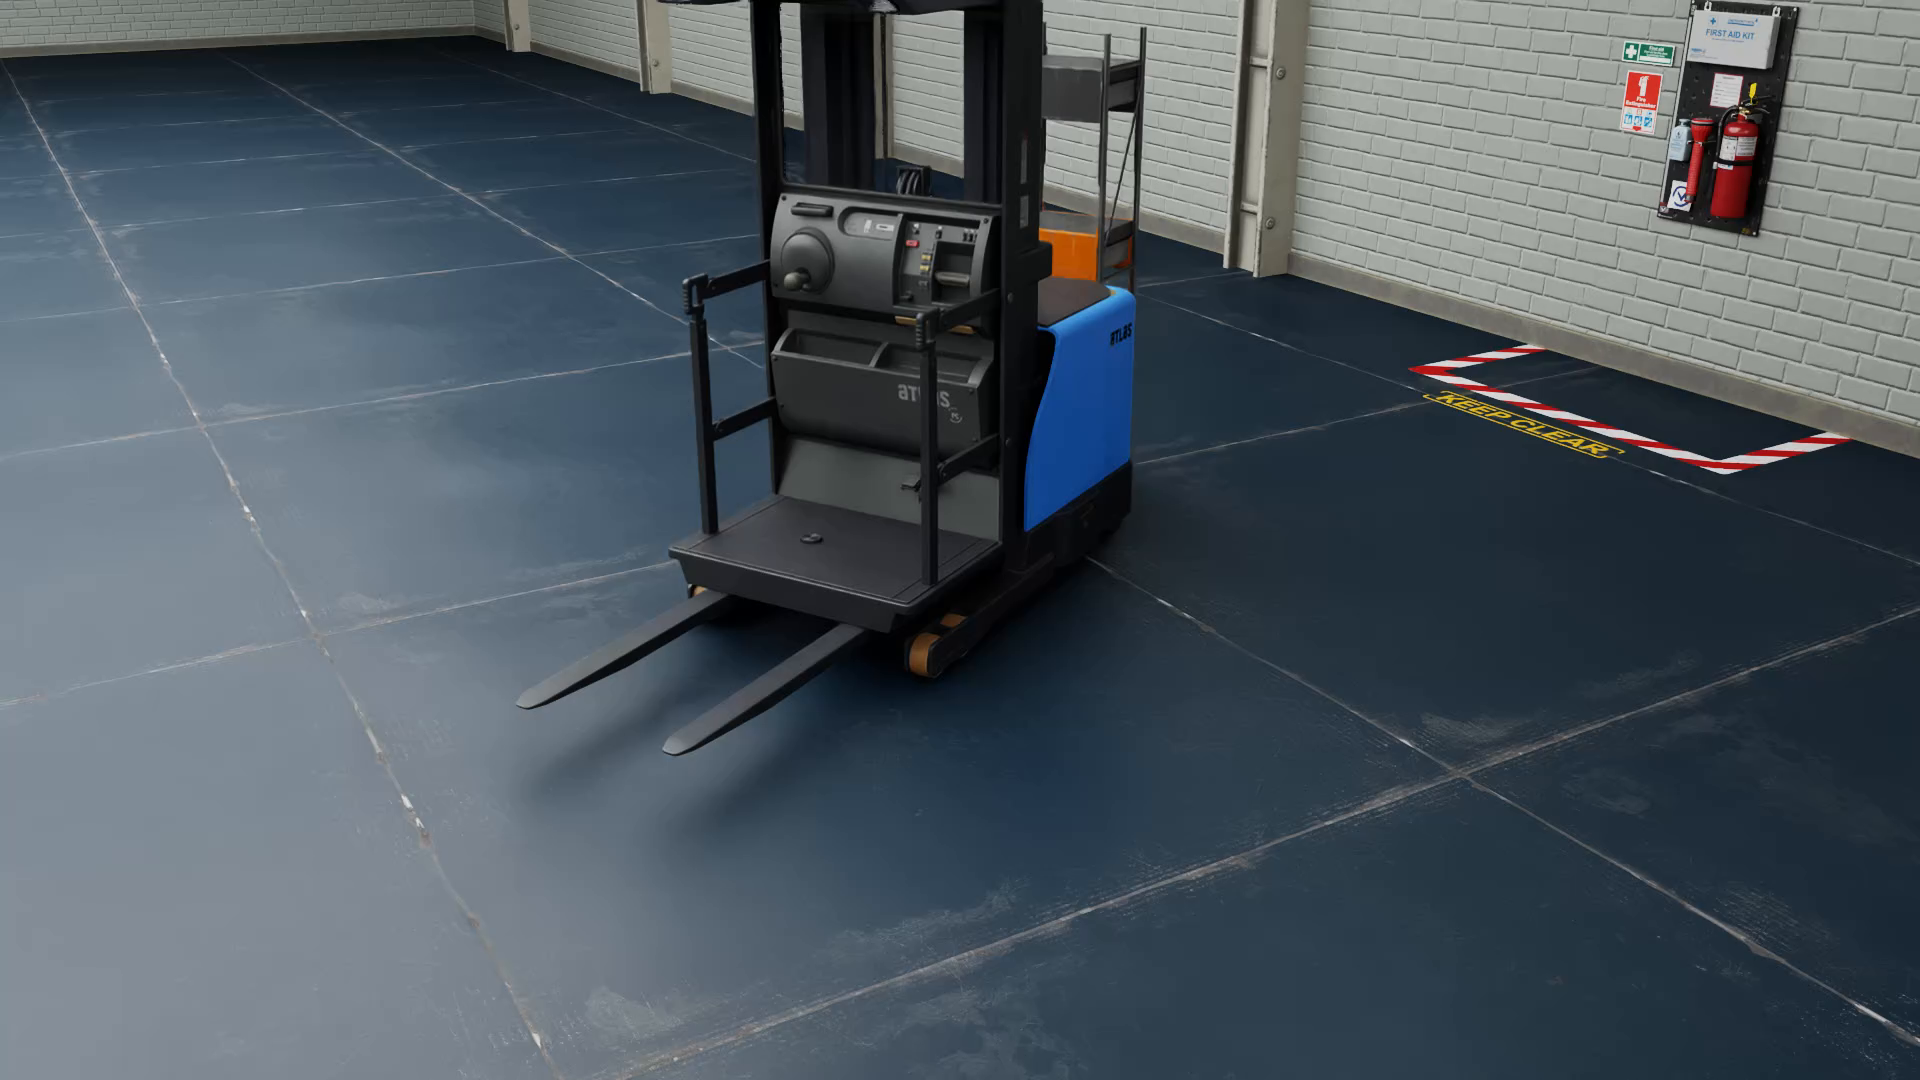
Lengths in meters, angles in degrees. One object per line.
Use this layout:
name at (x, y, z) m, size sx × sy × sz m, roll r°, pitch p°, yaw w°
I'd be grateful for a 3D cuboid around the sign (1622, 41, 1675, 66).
sign at (3.807, -2.693, 9.202) m, size 0.001 × 0.109 × 0.331 m, roll -13°, pitch 25°, yaw -28°

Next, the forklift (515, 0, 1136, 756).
forklift at (-0.405, -1.049, 5.999) m, size 1.130 × 2.935 × 3.031 m, roll 12°, pitch 25°, yaw 27°

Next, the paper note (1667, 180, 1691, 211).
paper note at (3.975, -1.898, 9.167) m, size 0.016 × 0.148 × 0.142 m, roll -13°, pitch 25°, yaw -28°

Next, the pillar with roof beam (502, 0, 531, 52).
pillar with roof beam at (-10.725, -11.148, 22.789) m, size 9.100 × 9.000 × 0.400 m, roll -13°, pitch 25°, yaw -28°

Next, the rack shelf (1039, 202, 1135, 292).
rack shelf at (0.492, -1.222, 7.565) m, size 0.480 × 0.518 × 0.431 m, roll 12°, pitch 25°, yaw 27°

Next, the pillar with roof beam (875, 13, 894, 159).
pillar with roof beam at (-4.595, -7.264, 13.232) m, size 9.100 × 9.000 × 0.400 m, roll -13°, pitch 25°, yaw -28°

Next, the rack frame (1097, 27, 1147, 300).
rack frame at (0.704, -1.189, 7.447) m, size 0.015 × 2.100 × 0.400 m, roll 12°, pitch 25°, yaw 27°

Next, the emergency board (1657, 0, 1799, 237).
emergency board at (4.006, -2.235, 8.828) m, size 0.194 × 1.169 × 0.643 m, roll -13°, pitch 25°, yaw -28°

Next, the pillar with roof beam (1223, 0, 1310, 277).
pillar with roof beam at (-1.530, -5.322, 8.453) m, size 9.100 × 9.000 × 0.400 m, roll -13°, pitch 25°, yaw -28°

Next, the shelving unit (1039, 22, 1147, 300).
shelving unit at (0.492, -1.234, 7.560) m, size 0.503 × 2.100 × 0.431 m, roll 12°, pitch 25°, yaw 27°

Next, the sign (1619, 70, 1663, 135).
sign at (3.812, -2.451, 9.310) m, size 0.001 × 0.329 × 0.234 m, roll -13°, pitch 25°, yaw -28°

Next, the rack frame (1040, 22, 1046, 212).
rack frame at (0.281, -1.280, 7.672) m, size 0.015 × 2.100 × 0.400 m, roll 12°, pitch 25°, yaw 27°

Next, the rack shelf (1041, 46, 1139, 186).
rack shelf at (0.492, -1.870, 7.301) m, size 0.480 × 0.518 × 0.431 m, roll 12°, pitch 25°, yaw 27°

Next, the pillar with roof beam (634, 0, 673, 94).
pillar with roof beam at (-7.660, -9.206, 18.010) m, size 9.100 × 9.000 × 0.400 m, roll -13°, pitch 25°, yaw -28°
